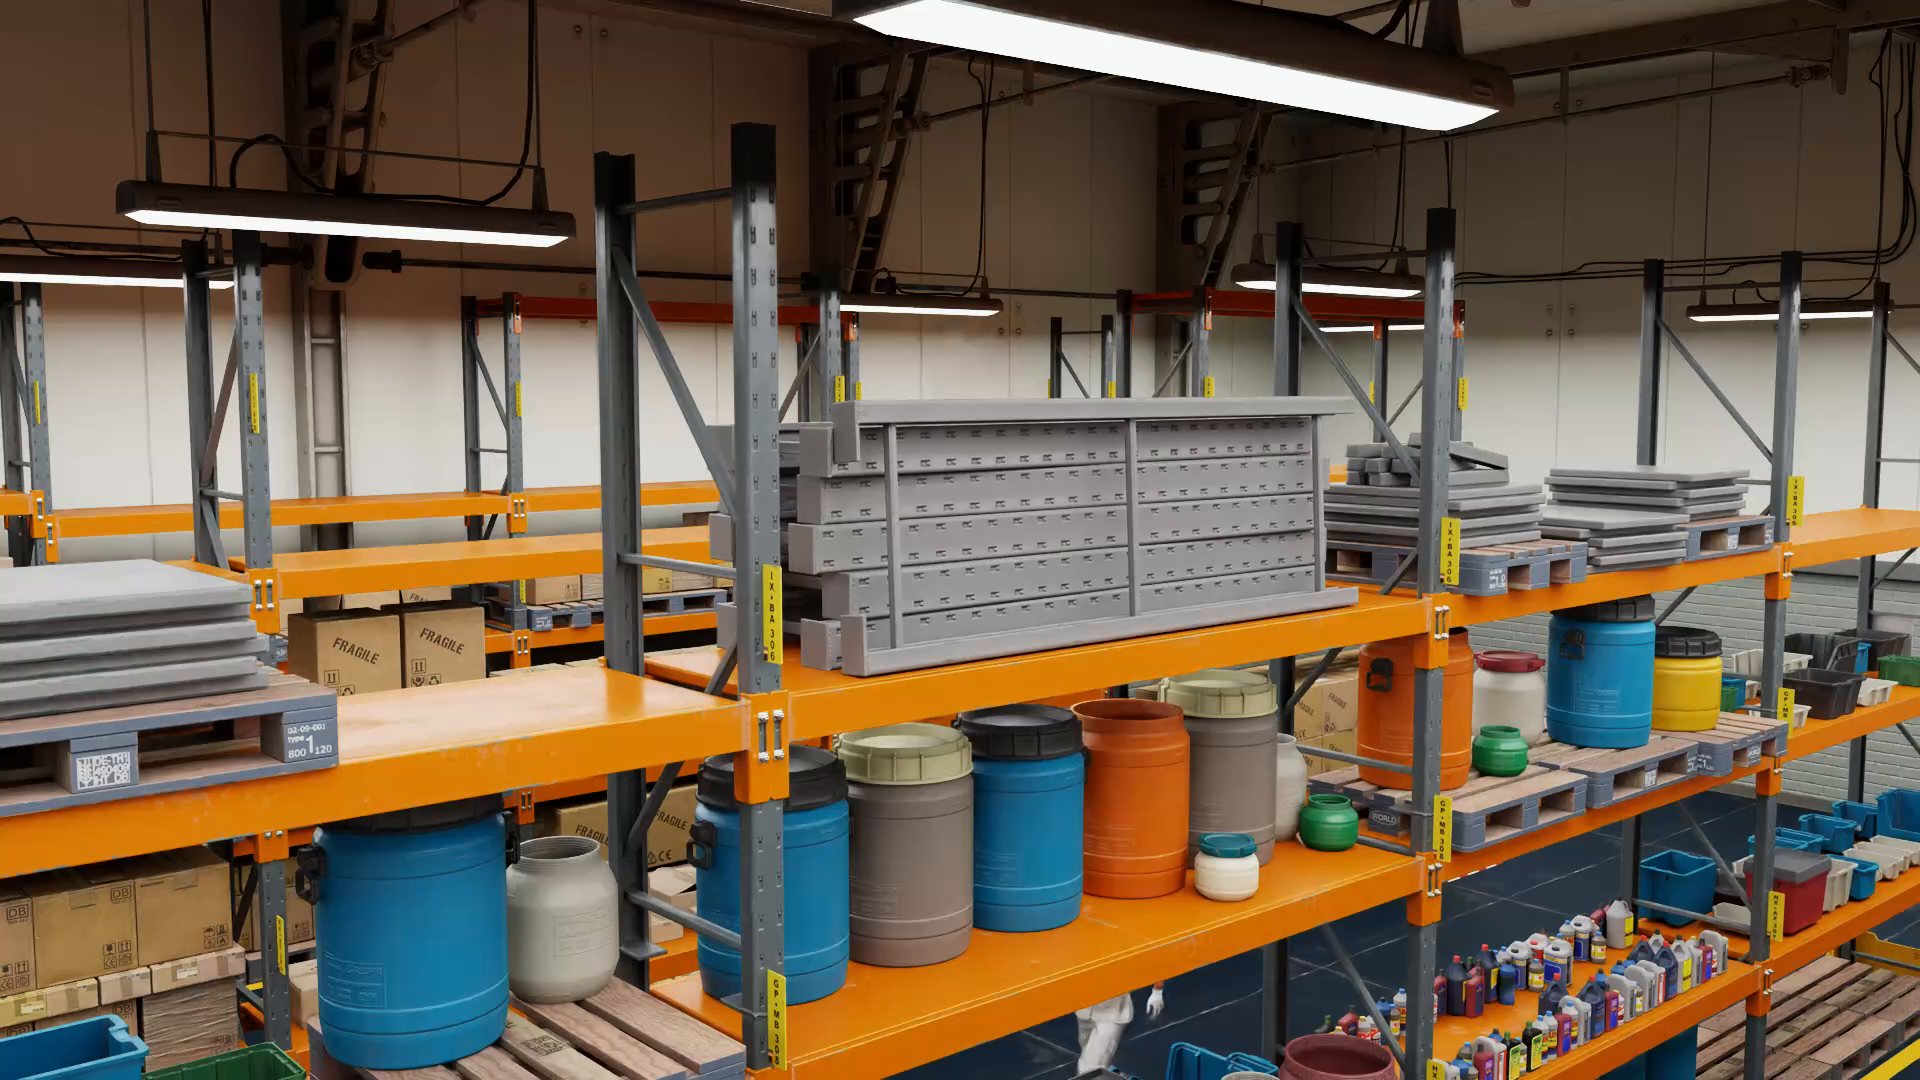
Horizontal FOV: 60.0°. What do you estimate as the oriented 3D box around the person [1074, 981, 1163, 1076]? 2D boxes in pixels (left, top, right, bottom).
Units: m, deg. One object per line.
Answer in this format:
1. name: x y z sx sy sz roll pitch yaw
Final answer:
1. person: 0.950 3.220 11.134 0.697 1.743 0.807 4 7 40
